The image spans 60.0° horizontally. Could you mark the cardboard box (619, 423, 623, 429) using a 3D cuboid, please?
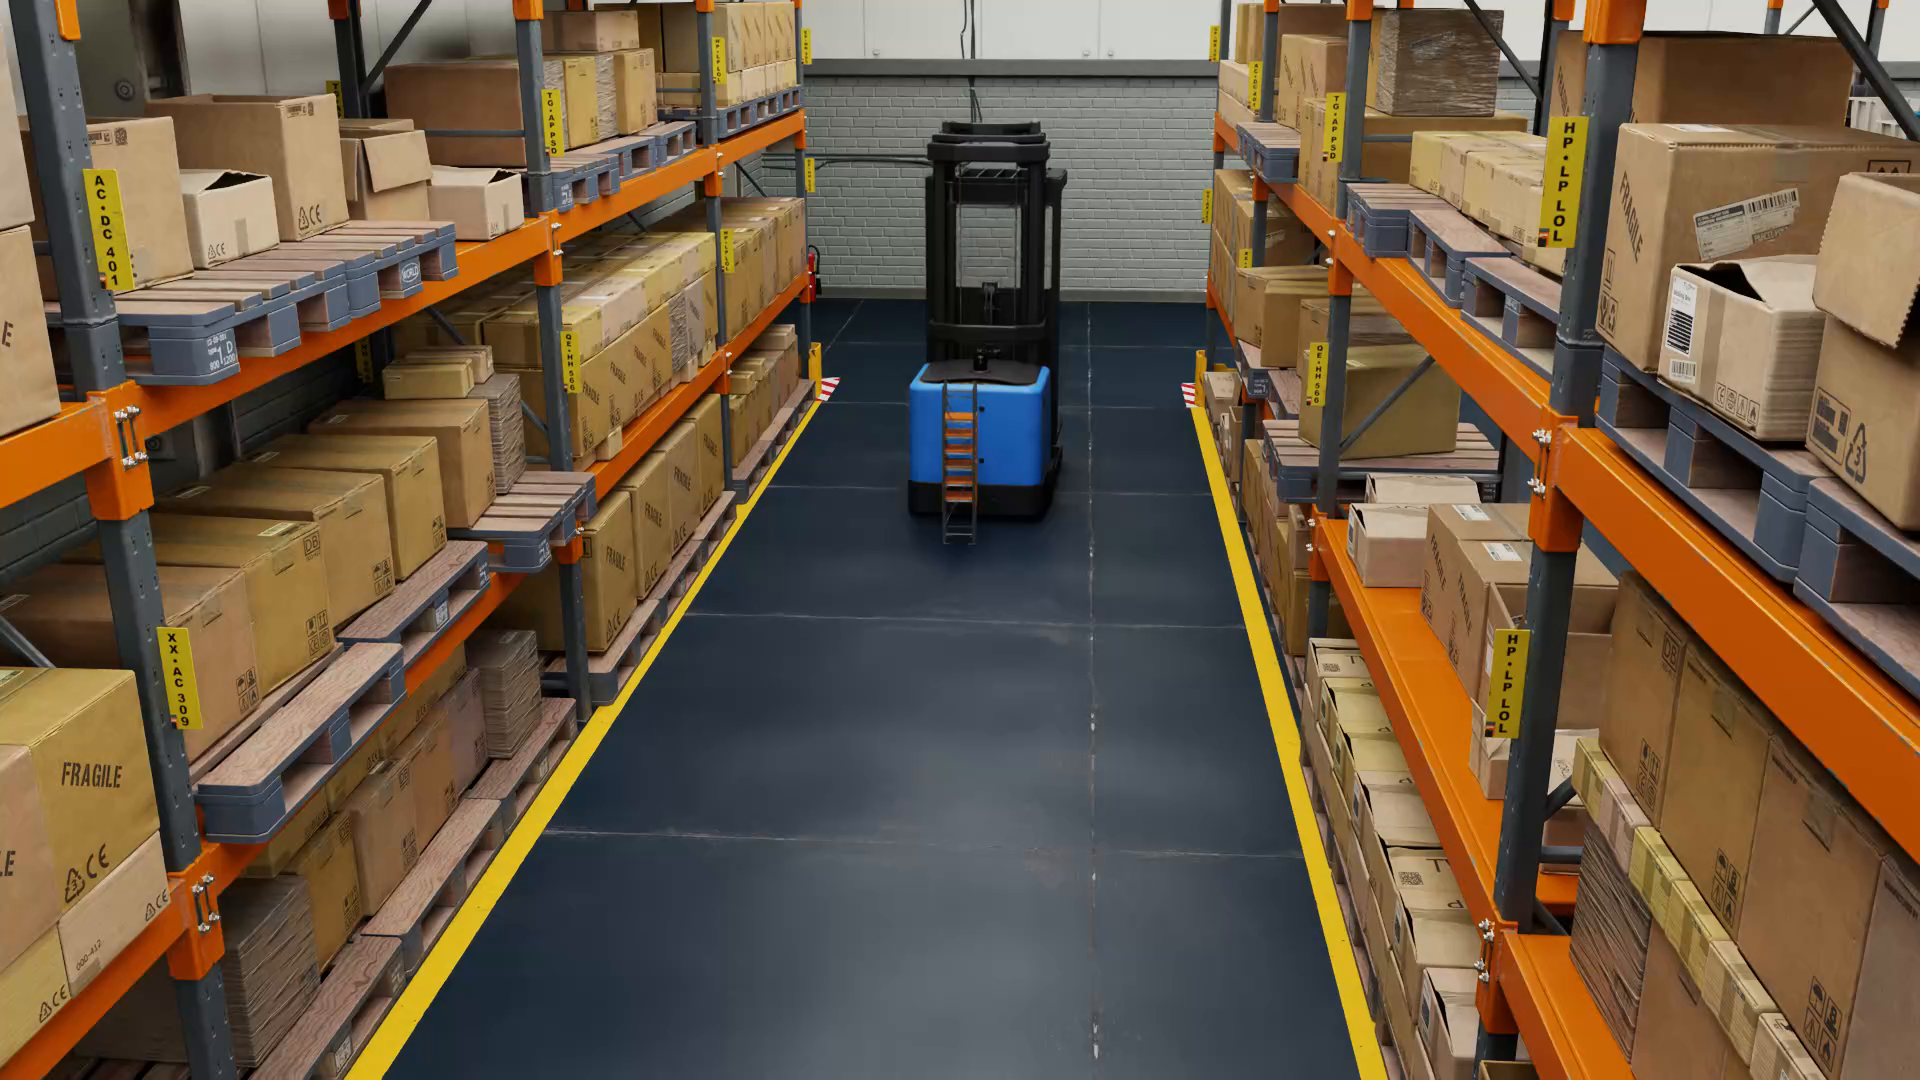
[{"bbox_3d":[-2.292,-0.734,10.219,0.380,0.149,0.250,2,18,5],"label":"cardboard box"}]

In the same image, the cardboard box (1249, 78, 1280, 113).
[{"bbox_3d":[2.410,-3.309,12.324,0.500,0.250,0.500,1,18,4],"label":"cardboard box"}]

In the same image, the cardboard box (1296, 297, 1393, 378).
[{"bbox_3d":[2.581,-1.257,10.606,0.700,0.500,0.500,-3,18,-10],"label":"cardboard box"}]

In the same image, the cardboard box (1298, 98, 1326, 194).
[{"bbox_3d":[2.431,-2.247,9.484,0.910,0.500,0.500,1,18,4],"label":"cardboard box"}]

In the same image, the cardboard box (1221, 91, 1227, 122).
[{"bbox_3d":[2.594,-3.847,14.771,0.500,0.250,0.500,1,18,4],"label":"cardboard box"}]

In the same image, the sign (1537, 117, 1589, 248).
[{"bbox_3d":[1.531,-0.905,4.214,0.100,0.325,0.005,1,18,4],"label":"sign"}]

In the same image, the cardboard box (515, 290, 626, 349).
[{"bbox_3d":[-2.254,-1.284,9.649,0.500,0.250,0.500,1,18,3],"label":"cardboard box"}]

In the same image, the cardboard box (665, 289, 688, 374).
[{"bbox_3d":[-2.148,-1.404,11.220,0.500,0.500,0.500,1,18,4],"label":"cardboard box"}]

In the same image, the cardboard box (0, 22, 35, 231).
[{"bbox_3d":[-2.634,-0.981,3.982,0.500,0.500,0.500,0,18,-1],"label":"cardboard box"}]

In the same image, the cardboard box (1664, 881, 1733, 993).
[{"bbox_3d":[1.808,0.888,3.694,0.380,0.149,0.250,1,18,3],"label":"cardboard box"}]

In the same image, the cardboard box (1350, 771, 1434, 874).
[{"bbox_3d":[1.925,1.161,6.905,0.500,0.311,0.500,1,18,3],"label":"cardboard box"}]

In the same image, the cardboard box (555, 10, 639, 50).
[{"bbox_3d":[-2.489,-3.437,11.207,0.500,0.250,0.500,3,18,8],"label":"cardboard box"}]

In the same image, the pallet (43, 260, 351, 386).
[{"bbox_3d":[-2.718,-0.710,5.257,1.213,0.211,1.003,1,18,4],"label":"pallet"}]

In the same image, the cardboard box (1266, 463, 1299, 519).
[{"bbox_3d":[2.261,-0.326,10.705,0.500,0.250,0.500,1,18,3],"label":"cardboard box"}]

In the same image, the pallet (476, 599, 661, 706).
[{"bbox_3d":[-2.450,0.655,10.085,1.003,0.211,1.213,1,18,4],"label":"pallet"}]

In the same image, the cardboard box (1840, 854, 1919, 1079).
[{"bbox_3d":[1.939,0.866,2.718,0.700,0.500,0.500,1,18,4],"label":"cardboard box"}]

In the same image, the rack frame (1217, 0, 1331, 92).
[{"bbox_3d":[2.933,-5.653,15.223,1.000,3.000,0.127,1,18,4],"label":"rack frame"}]

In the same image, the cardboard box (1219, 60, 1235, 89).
[{"bbox_3d":[2.636,-4.240,15.167,0.500,0.250,0.500,1,18,4],"label":"cardboard box"}]

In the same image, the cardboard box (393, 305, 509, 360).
[{"bbox_3d":[-2.808,-1.128,9.174,0.500,0.250,0.500,2,18,5],"label":"cardboard box"}]

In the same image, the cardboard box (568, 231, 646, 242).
[{"bbox_3d":[-2.588,-2.087,12.100,0.500,0.250,0.500,2,18,6],"label":"cardboard box"}]

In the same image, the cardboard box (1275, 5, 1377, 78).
[{"bbox_3d":[2.643,-3.660,12.191,0.700,0.500,0.500,1,18,4],"label":"cardboard box"}]

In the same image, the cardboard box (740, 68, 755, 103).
[{"bbox_3d":[-1.932,-3.637,13.294,0.500,0.250,0.500,1,18,3],"label":"cardboard box"}]

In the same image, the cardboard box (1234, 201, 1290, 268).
[{"bbox_3d":[2.458,-2.404,13.177,0.500,0.500,0.500,1,18,3],"label":"cardboard box"}]

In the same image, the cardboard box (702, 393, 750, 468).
[{"bbox_3d":[-2.139,-0.911,13.726,0.700,0.500,0.500,2,18,5],"label":"cardboard box"}]

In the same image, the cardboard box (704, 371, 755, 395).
[{"bbox_3d":[-1.933,-1.321,13.937,0.380,0.149,0.250,2,18,6],"label":"cardboard box"}]

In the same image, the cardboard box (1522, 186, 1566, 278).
[{"bbox_3d":[2.163,-0.991,5.378,0.500,0.250,0.500,0,18,-1],"label":"cardboard box"}]

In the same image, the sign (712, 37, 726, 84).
[{"bbox_3d":[-1.753,-3.481,12.076,0.100,0.325,0.005,1,18,4],"label":"sign"}]

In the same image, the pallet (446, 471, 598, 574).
[{"bbox_3d":[-2.527,-0.112,8.256,1.213,0.211,1.003,1,18,4],"label":"pallet"}]

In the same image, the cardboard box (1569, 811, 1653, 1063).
[{"bbox_3d":[2.047,1.015,4.347,0.700,0.500,0.500,1,18,2],"label":"cardboard box"}]

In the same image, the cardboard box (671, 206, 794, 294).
[{"bbox_3d":[-2.076,-2.669,15.270,0.980,0.700,0.700,1,18,3],"label":"cardboard box"}]

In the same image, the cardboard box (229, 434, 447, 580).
[{"bbox_3d":[-2.673,-0.150,7.196,0.700,0.500,0.500,1,18,4],"label":"cardboard box"}]

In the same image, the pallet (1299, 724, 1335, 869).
[{"bbox_3d":[2.261,1.262,8.231,1.003,0.211,1.213,1,18,4],"label":"pallet"}]

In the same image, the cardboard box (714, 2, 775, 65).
[{"bbox_3d":[-1.864,-4.318,14.169,0.500,0.500,0.500,0,18,1],"label":"cardboard box"}]

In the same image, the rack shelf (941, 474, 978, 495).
[{"bbox_3d":[-0.001,-0.409,12.274,0.258,0.103,0.180,1,18,4],"label":"rack shelf"}]

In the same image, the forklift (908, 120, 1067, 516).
[{"bbox_3d":[0.298,-1.991,13.791,1.130,2.935,3.031,2,18,7],"label":"forklift"}]

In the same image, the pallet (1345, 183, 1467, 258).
[{"bbox_3d":[2.400,-1.440,7.488,1.213,0.211,1.003,2,18,6],"label":"pallet"}]

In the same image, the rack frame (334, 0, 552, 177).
[{"bbox_3d":[-2.582,-3.278,7.974,1.000,3.000,0.127,1,18,4],"label":"rack frame"}]

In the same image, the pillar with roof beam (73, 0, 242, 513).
[{"bbox_3d":[0.756,-2.797,6.508,9.100,9.000,0.400,1,18,4],"label":"pillar with roof beam"}]

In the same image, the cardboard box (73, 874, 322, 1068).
[{"bbox_3d":[-2.832,1.565,6.137,0.700,0.500,0.500,2,18,6],"label":"cardboard box"}]

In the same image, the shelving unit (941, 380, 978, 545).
[{"bbox_3d":[-0.001,-0.566,12.222,0.258,1.200,0.189,1,18,4],"label":"shelving unit"}]

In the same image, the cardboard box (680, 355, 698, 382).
[{"bbox_3d":[-2.055,-1.206,11.658,0.380,0.149,0.250,1,18,4],"label":"cardboard box"}]

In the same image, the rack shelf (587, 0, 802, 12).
[{"bbox_3d":[-2.152,-4.609,13.836,1.077,0.370,4.000,1,18,4],"label":"rack shelf"}]

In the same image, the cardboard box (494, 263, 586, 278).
[{"bbox_3d":[-2.691,-1.606,10.634,0.500,0.250,0.500,1,18,3],"label":"cardboard box"}]

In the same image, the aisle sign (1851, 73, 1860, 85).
[{"bbox_3d":[8.171,-3.942,15.460,0.394,0.787,0.004,1,18,4],"label":"aisle sign"}]

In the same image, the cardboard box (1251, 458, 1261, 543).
[{"bbox_3d":[2.341,-0.270,11.738,0.500,0.500,0.500,2,18,5],"label":"cardboard box"}]

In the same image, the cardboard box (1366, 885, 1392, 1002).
[{"bbox_3d":[1.887,1.581,6.523,0.500,0.250,0.500,2,18,5],"label":"cardboard box"}]

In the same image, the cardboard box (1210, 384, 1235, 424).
[{"bbox_3d":[2.539,-1.231,15.073,0.500,0.250,0.500,1,18,4],"label":"cardboard box"}]

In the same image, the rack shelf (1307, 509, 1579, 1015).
[{"bbox_3d":[2.216,0.646,6.791,1.077,0.370,4.000,1,18,4],"label":"rack shelf"}]

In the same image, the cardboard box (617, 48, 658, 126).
[{"bbox_3d":[-2.468,-3.080,11.322,0.700,0.500,0.500,0,18,1],"label":"cardboard box"}]

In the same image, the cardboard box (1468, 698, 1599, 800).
[{"bbox_3d":[1.952,0.712,5.650,0.396,0.266,0.258,1,18,3],"label":"cardboard box"}]

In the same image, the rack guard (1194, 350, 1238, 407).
[{"bbox_3d":[2.927,-1.591,16.475,1.175,0.500,0.348,1,18,4],"label":"rack guard"}]

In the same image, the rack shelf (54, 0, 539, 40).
[{"bbox_3d":[-2.725,-2.125,6.253,1.077,0.370,4.000,1,18,4],"label":"rack shelf"}]

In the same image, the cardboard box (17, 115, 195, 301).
[{"bbox_3d":[-2.750,-1.025,5.082,0.500,0.500,0.500,4,19,12],"label":"cardboard box"}]

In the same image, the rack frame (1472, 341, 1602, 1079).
[{"bbox_3d":[2.073,0.925,4.783,1.000,3.000,0.127,1,18,4],"label":"rack frame"}]

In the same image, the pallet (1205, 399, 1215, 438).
[{"bbox_3d":[2.871,-1.206,15.764,1.003,0.211,1.213,1,18,4],"label":"pallet"}]

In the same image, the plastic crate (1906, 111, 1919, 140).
[{"bbox_3d":[7.333,-3.084,12.469,0.416,0.233,0.300,1,18,4],"label":"plastic crate"}]

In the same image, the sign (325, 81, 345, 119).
[{"bbox_3d":[-3.135,-2.151,8.394,0.100,0.325,0.005,1,18,4],"label":"sign"}]

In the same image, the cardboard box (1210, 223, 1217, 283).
[{"bbox_3d":[2.638,-2.718,15.739,0.500,0.500,0.500,2,18,5],"label":"cardboard box"}]
